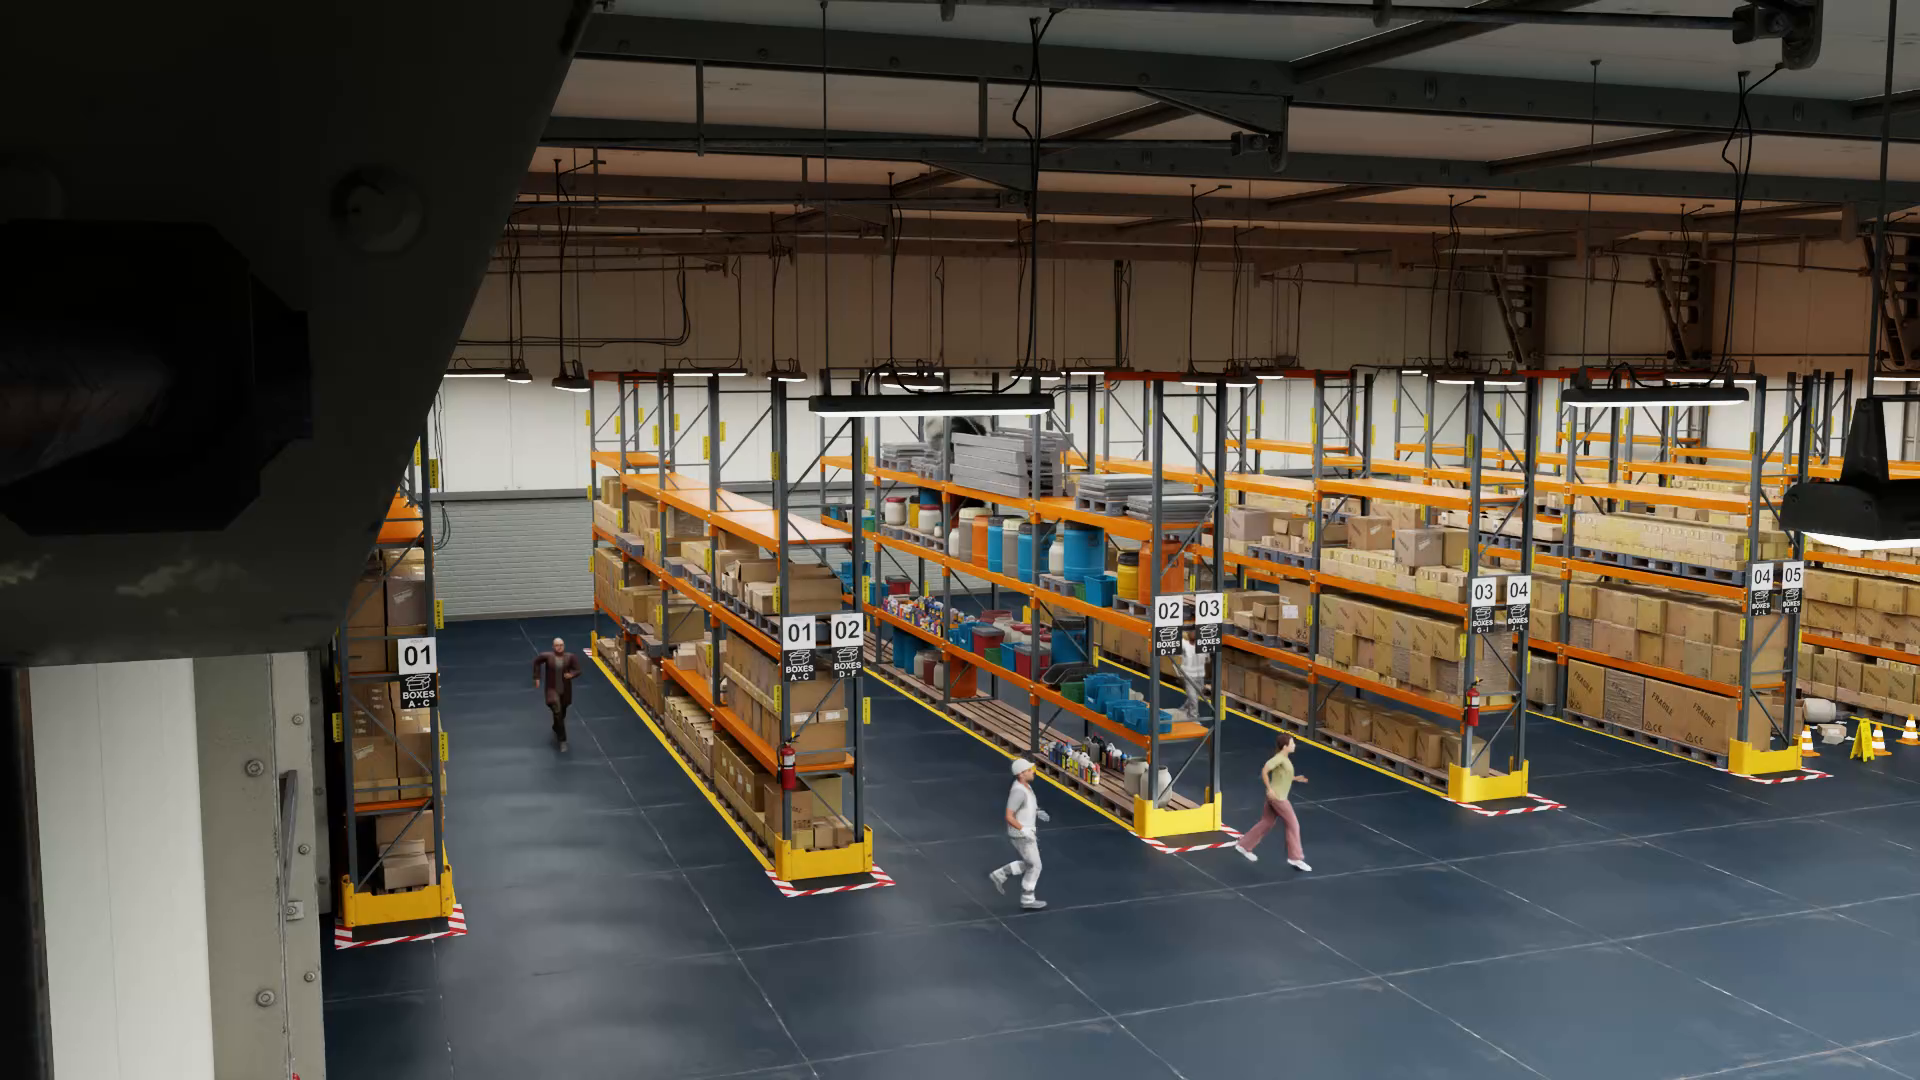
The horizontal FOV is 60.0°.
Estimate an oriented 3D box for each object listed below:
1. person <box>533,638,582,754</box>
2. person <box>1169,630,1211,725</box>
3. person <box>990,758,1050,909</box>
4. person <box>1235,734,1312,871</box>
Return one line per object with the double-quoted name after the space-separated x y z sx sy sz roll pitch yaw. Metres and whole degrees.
-6.482 2.485 26.829 0.738 1.784 1.025 -2 7 -21 "person"
3.928 2.296 28.016 0.689 1.763 1.003 -3 7 -25 "person"
0.669 3.349 18.976 0.692 1.747 0.651 1 6 8 "person"
3.879 3.218 20.535 0.934 1.693 0.521 1 6 6 "person"
